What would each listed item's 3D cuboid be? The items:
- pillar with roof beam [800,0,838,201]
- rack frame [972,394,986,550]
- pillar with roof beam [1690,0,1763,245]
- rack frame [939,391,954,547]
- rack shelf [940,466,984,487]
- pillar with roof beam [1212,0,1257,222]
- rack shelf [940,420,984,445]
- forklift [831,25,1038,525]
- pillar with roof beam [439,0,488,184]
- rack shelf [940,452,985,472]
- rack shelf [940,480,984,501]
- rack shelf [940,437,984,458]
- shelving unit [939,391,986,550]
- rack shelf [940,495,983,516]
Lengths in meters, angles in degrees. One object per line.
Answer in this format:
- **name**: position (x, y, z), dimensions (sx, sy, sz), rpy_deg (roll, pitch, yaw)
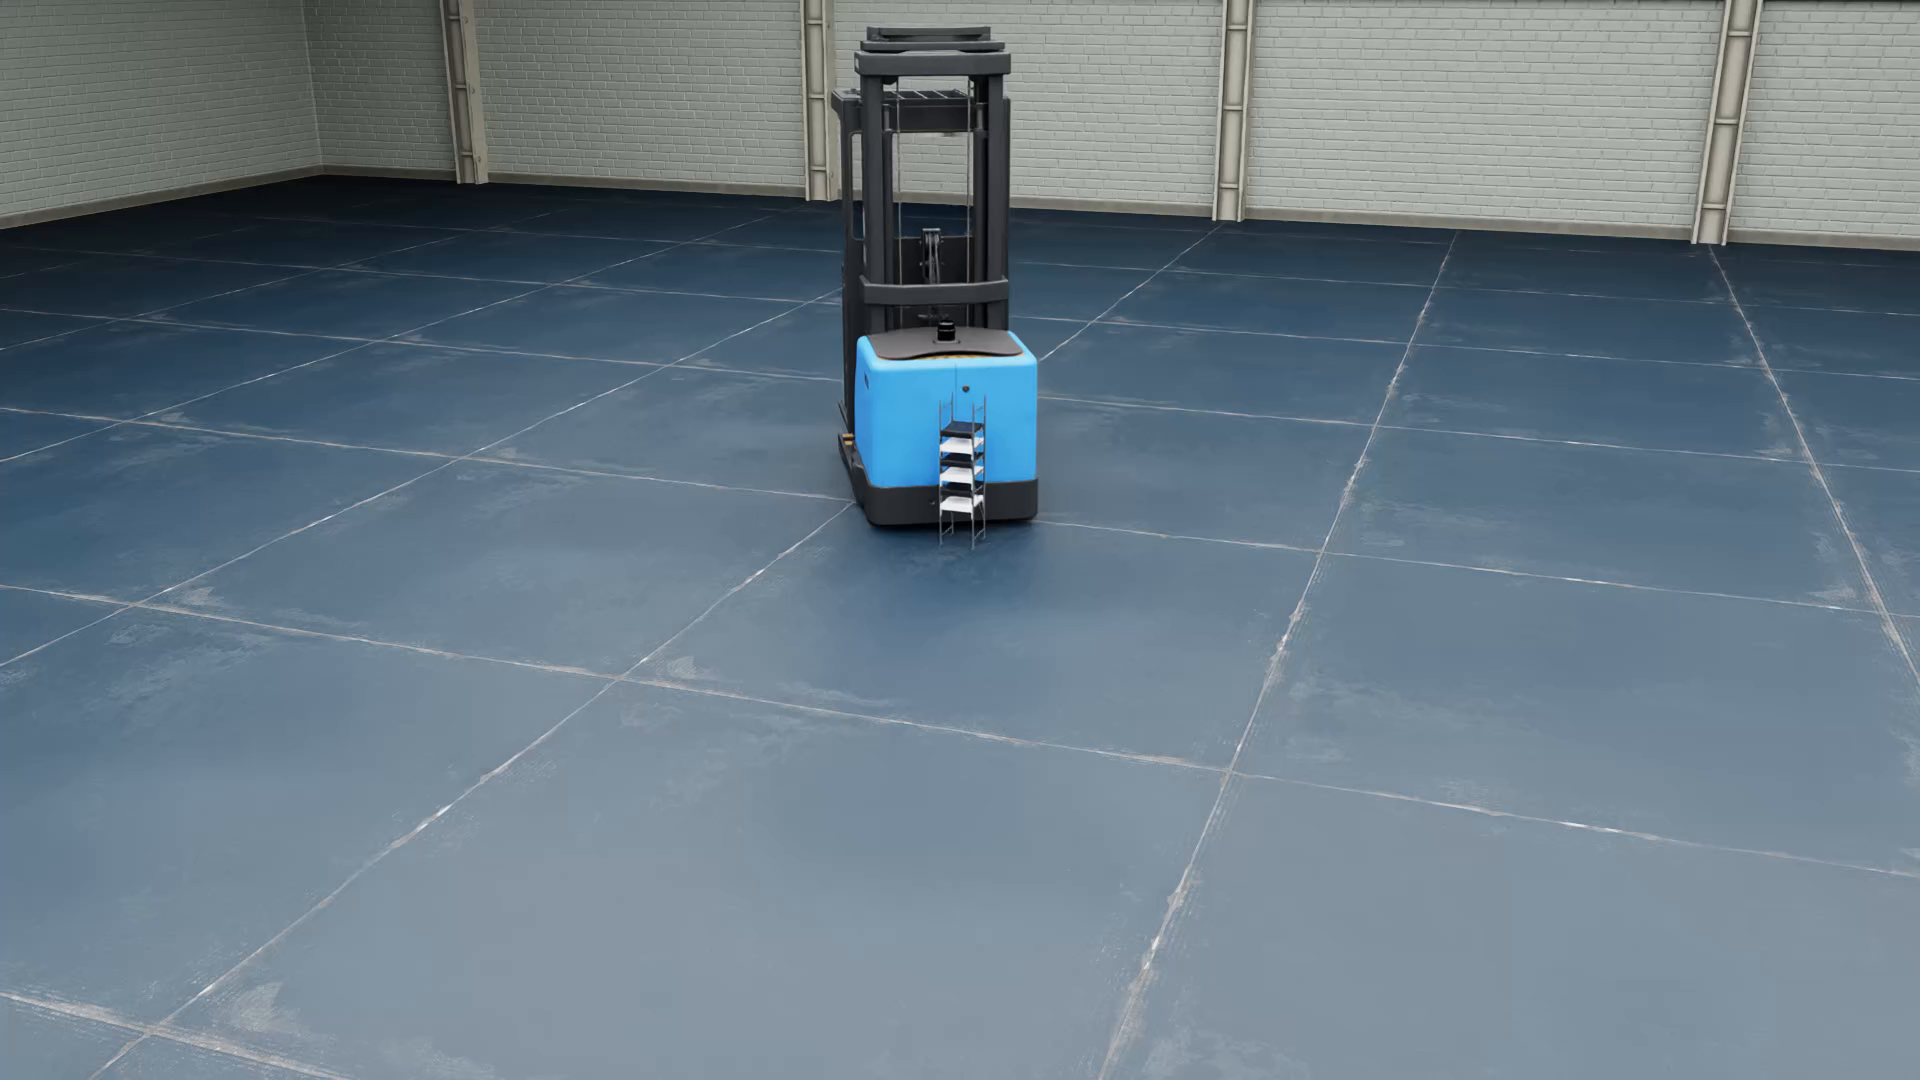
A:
- **pillar with roof beam**: position (-3.438, -7.911, 19.101), dimensions (0.400, 9.000, 9.100), rpy_deg (7, 20, 18)
- **rack frame**: position (0.113, -0.400, 9.856), dimensions (0.006, 0.900, 0.240), rpy_deg (6, 20, 17)
- **pillar with roof beam**: position (7.898, -6.615, 15.383), dimensions (0.400, 9.000, 9.100), rpy_deg (7, 20, 18)
- **rack frame**: position (-0.080, -0.421, 9.917), dimensions (0.006, 0.900, 0.240), rpy_deg (6, 20, 17)
- **rack shelf**: position (0.016, -0.379, 9.898), dimensions (0.200, 0.077, 0.258), rpy_deg (6, 20, 17)
- **pillar with roof beam**: position (2.230, -7.263, 17.242), dimensions (0.400, 9.000, 9.100), rpy_deg (7, 20, 18)
- **rack shelf**: position (0.016, -0.634, 9.809), dimensions (0.200, 0.077, 0.258), rpy_deg (6, 20, 17)
- **forklift**: position (-0.259, -1.919, 11.130), dimensions (1.130, 2.935, 3.031), rpy_deg (-3, 19, -9)
- **pillar with roof beam**: position (-9.106, -8.560, 20.960), dimensions (0.400, 9.000, 9.100), rpy_deg (7, 20, 18)
- **rack shelf**: position (0.016, -0.464, 9.868), dimensions (0.200, 0.077, 0.258), rpy_deg (6, 20, 17)
- **rack shelf**: position (0.016, -0.294, 9.927), dimensions (0.200, 0.077, 0.258), rpy_deg (6, 20, 17)
- **rack shelf**: position (0.016, -0.549, 9.839), dimensions (0.200, 0.077, 0.258), rpy_deg (6, 20, 17)
- **shelving unit**: position (0.016, -0.411, 9.887), dimensions (0.210, 0.900, 0.258), rpy_deg (6, 20, 17)
- **rack shelf**: position (0.016, -0.209, 9.957), dimensions (0.200, 0.077, 0.258), rpy_deg (6, 20, 17)
